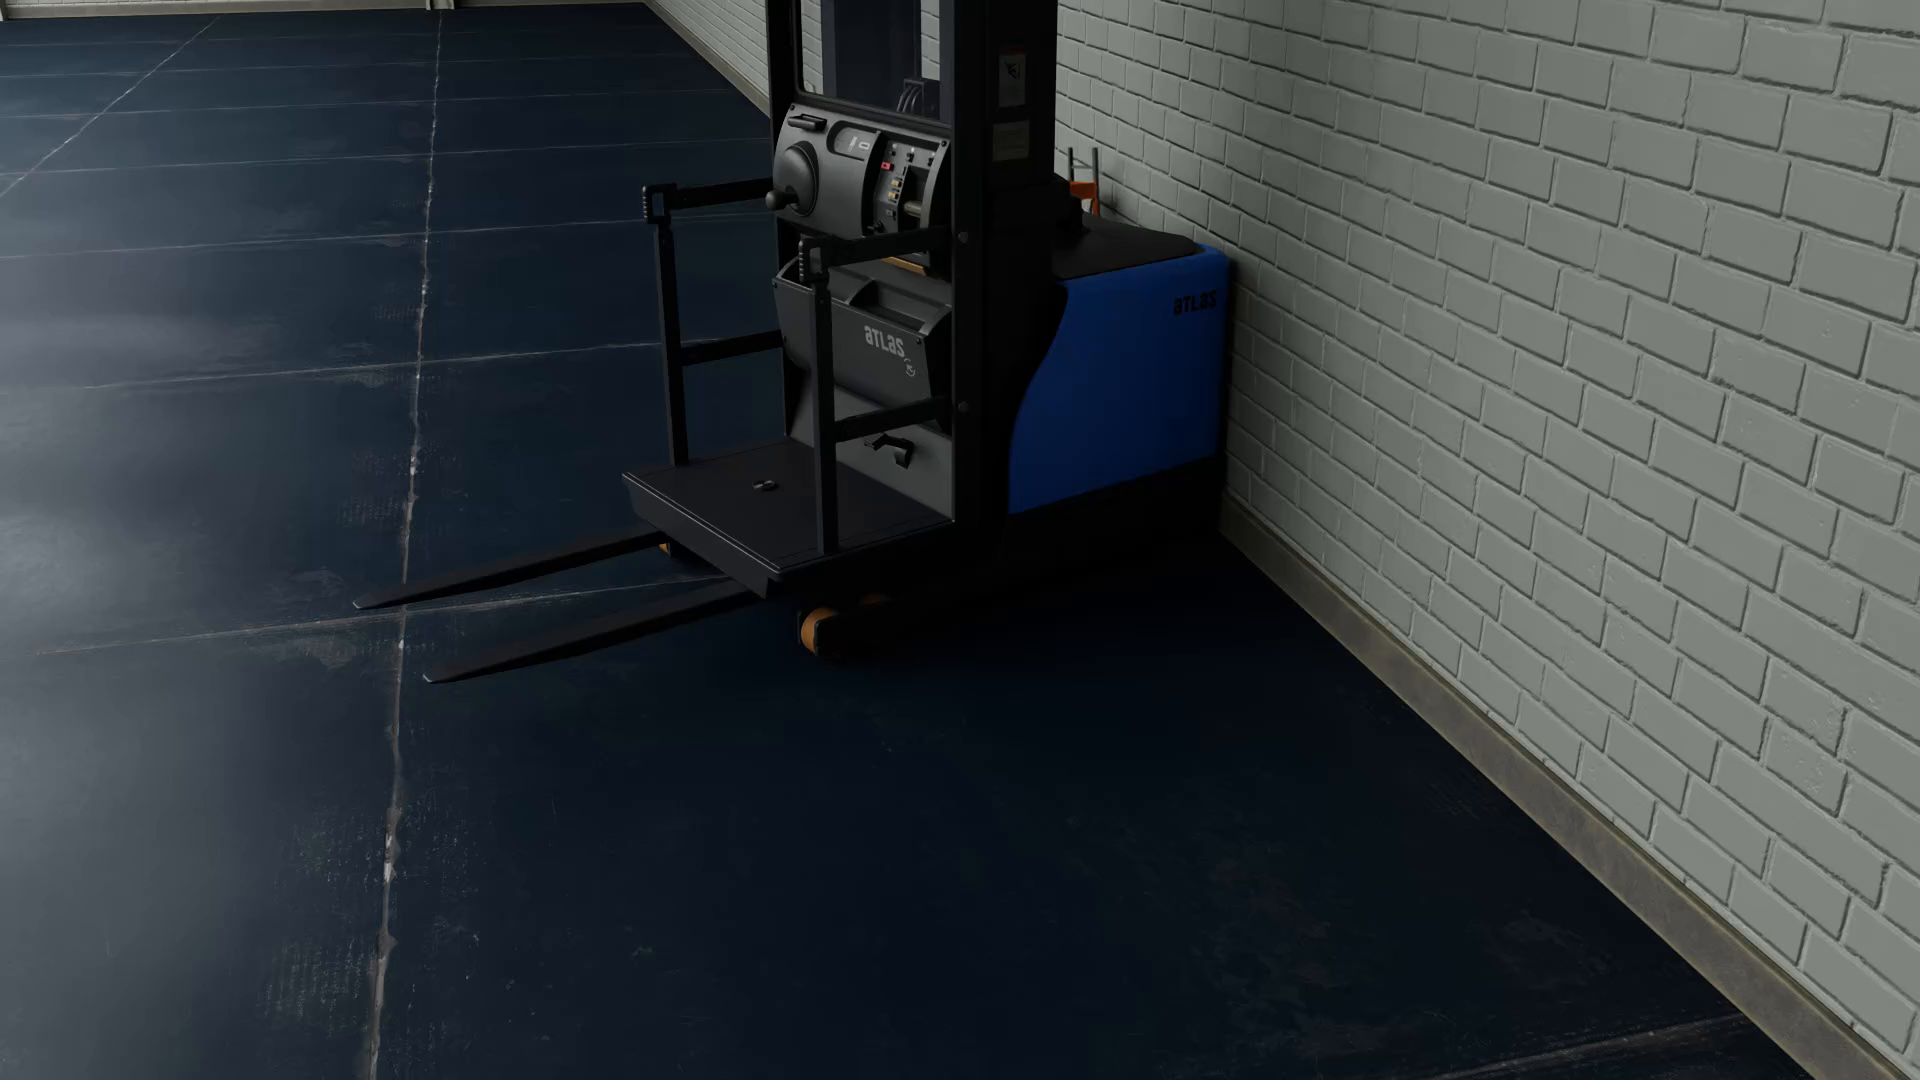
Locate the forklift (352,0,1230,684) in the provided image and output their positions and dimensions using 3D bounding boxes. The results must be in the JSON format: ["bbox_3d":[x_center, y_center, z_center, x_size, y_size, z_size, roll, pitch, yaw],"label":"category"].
[{"bbox_3d":[-0.501,-1.199,5.327,3.031,2.935,1.130,-16,28,-33],"label":"forklift"}]

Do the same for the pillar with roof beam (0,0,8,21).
[{"bbox_3d":[-12.273,-9.707,17.460,0.400,9.000,9.100,-6,24,-14],"label":"pillar with roof beam"}]

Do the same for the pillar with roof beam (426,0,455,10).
[{"bbox_3d":[-6.496,-10.346,18.949,0.400,9.000,9.100,-6,24,-14],"label":"pillar with roof beam"}]

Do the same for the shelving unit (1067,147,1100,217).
[{"bbox_3d":[0.337,-1.055,7.150,0.503,1.200,0.258,-10,17,-23],"label":"shelving unit"}]

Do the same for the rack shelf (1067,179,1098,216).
[{"bbox_3d":[0.313,-1.434,7.047,0.480,0.148,0.258,-10,17,-23],"label":"rack shelf"}]

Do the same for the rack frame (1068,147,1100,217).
[{"bbox_3d":[0.559,-1.095,7.244,0.015,1.200,0.240,-10,17,-23],"label":"rack frame"}]
